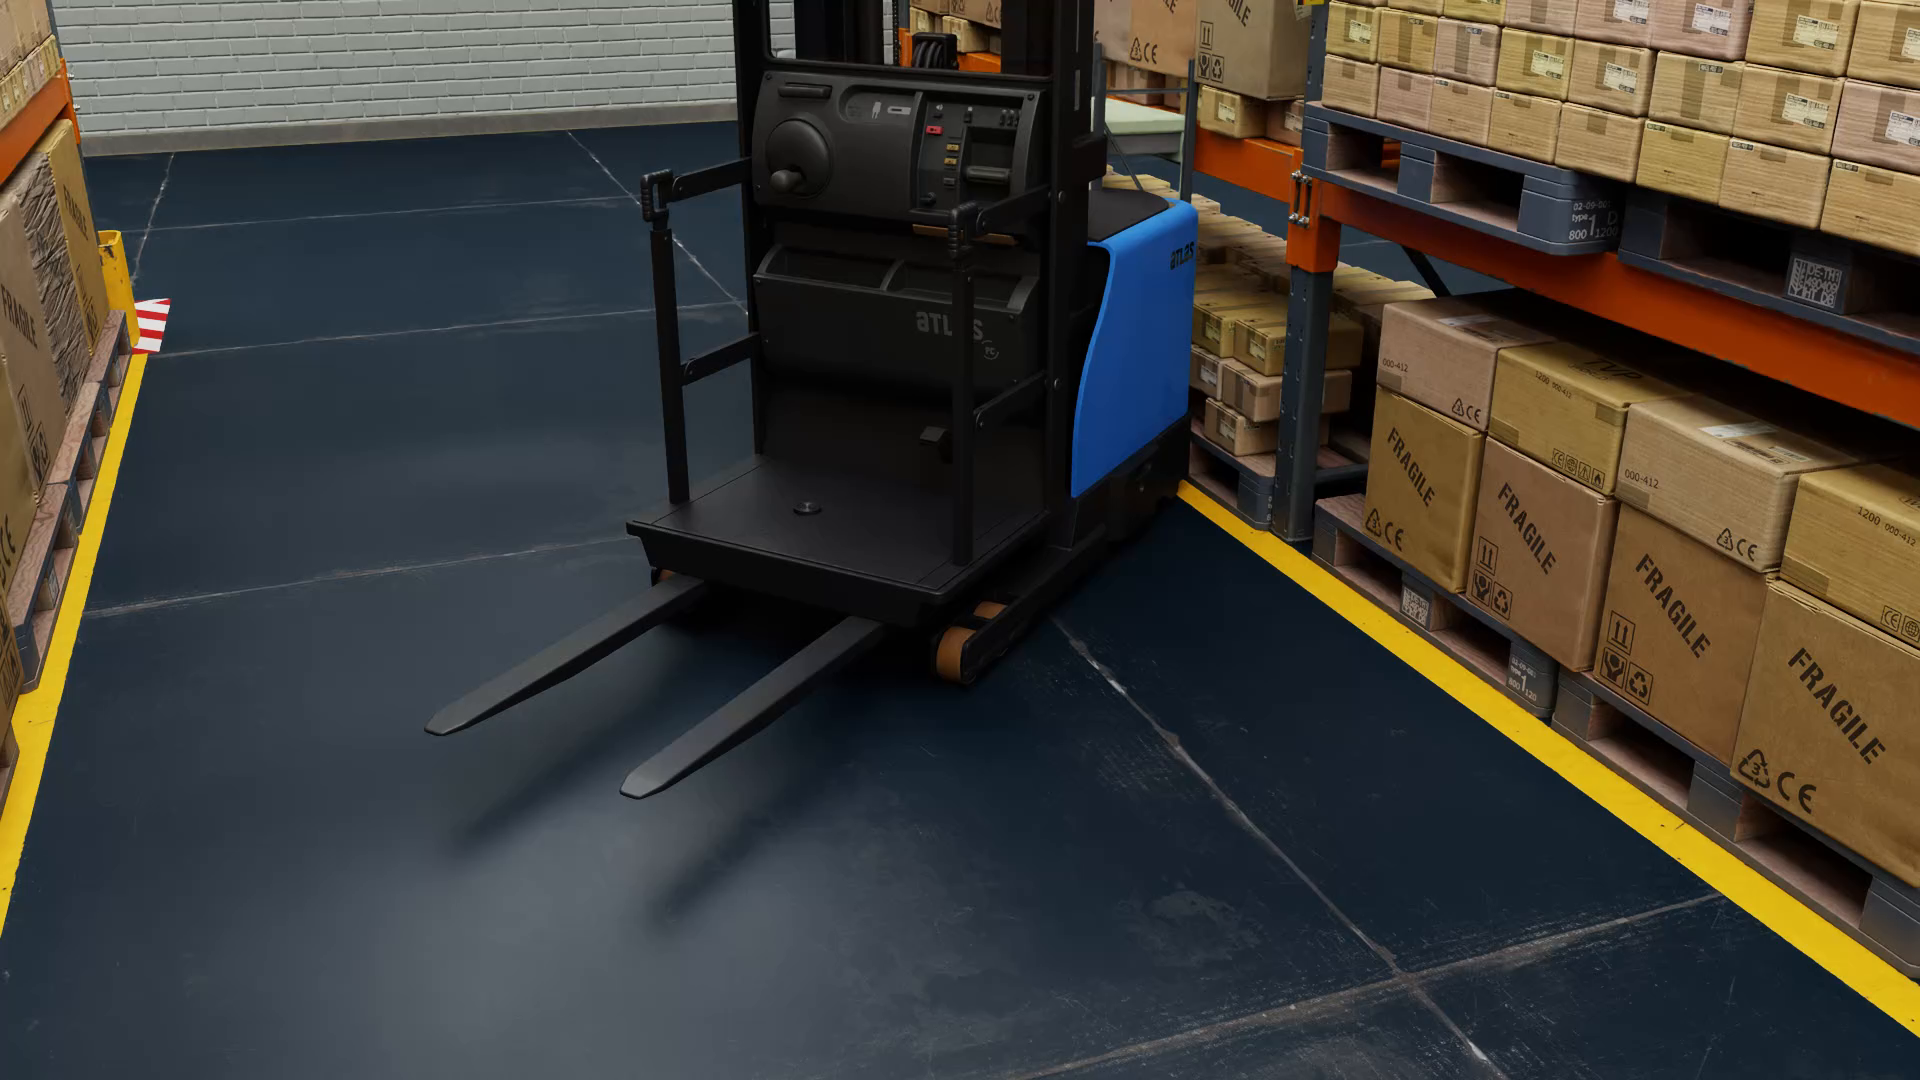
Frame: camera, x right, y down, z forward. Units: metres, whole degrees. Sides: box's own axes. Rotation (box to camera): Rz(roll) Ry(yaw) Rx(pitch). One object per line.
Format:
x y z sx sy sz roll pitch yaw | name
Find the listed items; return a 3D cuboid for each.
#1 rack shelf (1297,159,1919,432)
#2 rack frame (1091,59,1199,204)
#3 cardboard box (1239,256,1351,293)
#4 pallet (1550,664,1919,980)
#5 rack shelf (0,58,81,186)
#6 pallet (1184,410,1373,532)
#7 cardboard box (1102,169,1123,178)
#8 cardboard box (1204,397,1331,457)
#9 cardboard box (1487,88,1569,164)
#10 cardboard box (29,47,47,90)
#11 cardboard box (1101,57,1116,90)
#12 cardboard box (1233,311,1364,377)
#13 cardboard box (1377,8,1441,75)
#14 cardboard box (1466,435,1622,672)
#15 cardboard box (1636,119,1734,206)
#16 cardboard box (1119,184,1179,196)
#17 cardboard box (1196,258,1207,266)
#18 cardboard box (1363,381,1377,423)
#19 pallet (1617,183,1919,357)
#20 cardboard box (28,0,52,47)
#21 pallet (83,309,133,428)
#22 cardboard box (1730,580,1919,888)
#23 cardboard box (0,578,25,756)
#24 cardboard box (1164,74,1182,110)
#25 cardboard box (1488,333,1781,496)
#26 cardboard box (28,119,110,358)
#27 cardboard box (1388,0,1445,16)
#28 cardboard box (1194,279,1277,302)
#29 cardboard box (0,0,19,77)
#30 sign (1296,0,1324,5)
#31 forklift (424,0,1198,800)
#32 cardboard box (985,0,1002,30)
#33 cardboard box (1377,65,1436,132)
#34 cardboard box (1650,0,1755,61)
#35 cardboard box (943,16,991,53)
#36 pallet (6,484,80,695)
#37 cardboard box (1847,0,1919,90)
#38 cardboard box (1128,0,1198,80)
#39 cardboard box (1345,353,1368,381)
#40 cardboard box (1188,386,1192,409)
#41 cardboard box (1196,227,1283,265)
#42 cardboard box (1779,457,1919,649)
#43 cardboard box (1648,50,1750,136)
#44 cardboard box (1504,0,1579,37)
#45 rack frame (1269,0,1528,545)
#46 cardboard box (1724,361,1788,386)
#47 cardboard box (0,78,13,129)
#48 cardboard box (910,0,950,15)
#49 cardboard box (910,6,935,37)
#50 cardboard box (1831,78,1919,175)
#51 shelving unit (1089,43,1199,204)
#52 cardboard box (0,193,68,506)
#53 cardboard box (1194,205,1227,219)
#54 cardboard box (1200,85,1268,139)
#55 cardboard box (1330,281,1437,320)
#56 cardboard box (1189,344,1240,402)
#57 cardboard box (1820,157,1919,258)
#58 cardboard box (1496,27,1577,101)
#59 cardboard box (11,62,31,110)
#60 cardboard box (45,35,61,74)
2.278 -0.397 3.756 1.077 0.370 4.000 -8 24 -19 | rack shelf
0.638 -0.953 5.996 0.400 1.500 0.023 -8 23 -22 | rack frame
1.353 -1.048 6.738 0.380 0.149 0.250 -9 24 -20 | cardboard box
2.283 0.556 4.158 1.003 0.211 1.213 -8 24 -19 | pallet
-3.811 -1.207 5.677 1.077 0.370 4.000 -8 24 -19 | rack shelf
1.301 -0.410 6.450 1.003 0.211 1.213 -8 24 -19 | pallet
0.618 -1.806 8.537 0.380 0.149 0.250 -8 24 -18 | cardboard box
1.114 -0.431 6.040 0.380 0.149 0.250 -8 24 -18 | cardboard box
1.556 -1.044 4.148 0.380 0.149 0.250 -8 24 -18 | cardboard box
-3.902 -1.879 6.669 0.380 0.149 0.250 -8 24 -19 | cardboard box
0.788 -1.887 6.688 0.380 0.149 0.250 -9 24 -20 | cardboard box
1.202 -0.703 5.919 0.380 0.149 0.250 -8 24 -17 | cardboard box
1.374 -1.370 4.538 0.380 0.149 0.250 -9 24 -20 | cardboard box
1.773 0.000 4.566 0.500 0.500 0.500 -7 24 -17 | cardboard box
1.747 -0.853 3.695 0.380 0.149 0.250 -9 24 -20 | cardboard box
0.860 -1.626 8.111 0.380 0.149 0.250 -9 25 -21 | cardboard box
0.780 -1.070 6.792 0.380 0.149 0.250 -10 25 -22 | cardboard box
1.744 -0.512 6.232 0.380 0.149 0.250 -9 25 -21 | cardboard box
2.247 -0.627 3.623 1.003 0.211 1.213 -8 24 -19 | pallet
-4.098 -2.193 6.902 0.500 0.250 0.500 -9 24 -20 | cardboard box
-4.162 -0.700 7.139 1.003 0.211 1.213 -8 24 -19 | pallet
2.126 0.374 3.678 0.500 0.500 0.500 -9 25 -21 | cardboard box
-2.859 0.204 3.599 1.225 0.875 0.875 -8 24 -19 | cardboard box
0.993 -1.698 6.241 0.380 0.149 0.250 -9 24 -20 | cardboard box
1.776 -0.345 4.418 0.500 0.250 0.500 -8 24 -18 | cardboard box
-4.216 -1.258 7.067 0.875 0.875 0.875 -8 24 -19 | cardboard box
1.385 -1.501 4.465 0.380 0.149 0.250 -8 24 -18 | cardboard box
0.980 -0.880 6.339 0.380 0.149 0.250 -9 24 -19 | cardboard box
-3.739 -1.824 6.026 0.500 0.250 0.500 -9 25 -21 | cardboard box
1.067 -1.777 4.990 0.100 0.325 0.005 -8 24 -19 | sign
-0.301 -1.136 4.672 1.130 2.935 3.031 12 26 26 | forklift
0.433 -2.520 7.356 0.500 0.500 0.500 -8 24 -18 | cardboard box
1.384 -1.227 4.582 0.380 0.149 0.250 -8 24 -18 | cardboard box
1.738 -1.131 3.589 0.380 0.149 0.250 -7 24 -17 | cardboard box
0.140 -2.438 7.997 0.380 0.149 0.250 -9 24 -20 | cardboard box
-3.300 0.186 5.036 1.003 0.211 1.213 -8 24 -19 | pallet
1.928 -0.939 3.133 0.380 0.149 0.250 -7 24 -16 | cardboard box
0.954 -1.964 6.037 0.500 0.500 0.500 -9 24 -20 | cardboard box
1.570 -0.727 6.361 0.380 0.149 0.250 -8 24 -19 | cardboard box
0.947 -0.624 6.498 0.380 0.149 0.250 -9 25 -21 | cardboard box
1.166 -1.239 7.192 0.380 0.149 0.250 -9 25 -21 | cardboard box
2.144 0.029 3.530 0.500 0.250 0.500 -8 24 -18 | cardboard box
1.749 -0.988 3.632 0.380 0.149 0.250 -9 24 -20 | cardboard box
1.559 -1.316 4.027 0.380 0.149 0.250 -9 24 -20 | cardboard box
1.572 -1.455 5.341 1.000 3.000 0.127 -8 24 -19 | rack frame
2.240 -0.418 4.592 0.500 0.250 0.500 -7 24 -16 | cardboard box
-3.544 -1.510 5.793 0.380 0.149 0.250 -8 24 -18 | cardboard box
0.059 -2.891 8.235 0.500 0.500 0.500 -7 24 -16 | cardboard box
-0.034 -2.630 8.452 0.380 0.149 0.250 -9 24 -19 | cardboard box
1.926 -0.802 3.191 0.380 0.149 0.250 -8 24 -18 | cardboard box
0.493 -1.075 6.309 0.431 1.500 0.755 -8 23 -22 | shelving unit
-3.580 -0.604 5.515 0.875 0.875 0.875 -8 24 -19 | cardboard box
0.997 -1.426 7.634 0.380 0.149 0.250 -9 25 -21 | cardboard box
1.059 -1.490 5.746 0.380 0.149 0.250 -9 24 -20 | cardboard box
1.602 -0.871 6.319 0.380 0.149 0.250 -7 24 -16 | cardboard box
1.056 -0.640 6.153 0.380 0.149 0.250 -10 25 -22 | cardboard box
1.932 -0.663 3.243 0.380 0.149 0.250 -8 24 -17 | cardboard box
1.558 -1.182 4.092 0.380 0.149 0.250 -9 25 -21 | cardboard box
-3.721 -1.694 6.231 0.380 0.149 0.250 -9 24 -20 | cardboard box
-4.083 -2.065 7.111 0.380 0.149 0.250 -8 24 -18 | cardboard box
